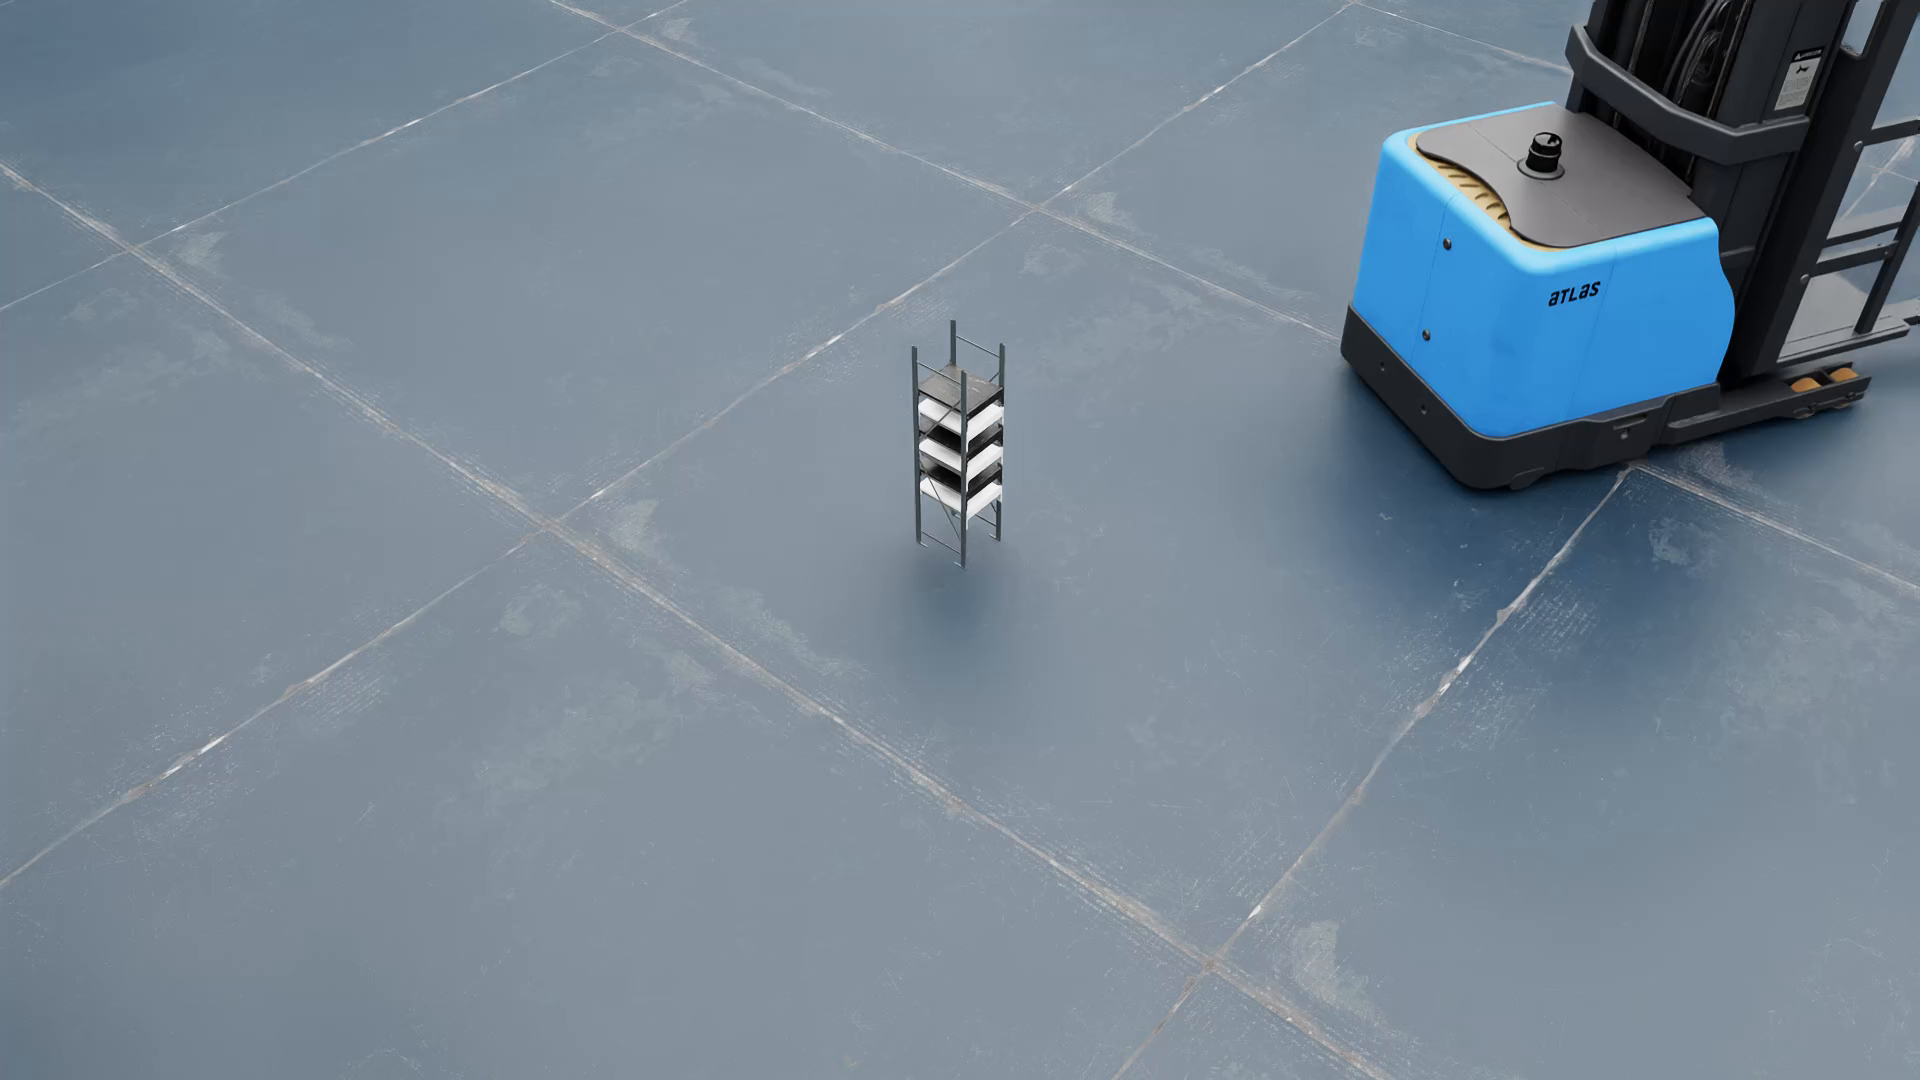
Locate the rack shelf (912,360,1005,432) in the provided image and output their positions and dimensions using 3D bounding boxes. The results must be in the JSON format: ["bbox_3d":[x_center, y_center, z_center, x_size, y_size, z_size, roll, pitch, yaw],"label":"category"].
[{"bbox_3d":[-0.005,-0.504,5.783,0.258,0.077,0.200,29,50,28],"label":"rack shelf"}]

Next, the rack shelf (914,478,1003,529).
[{"bbox_3d":[-0.005,-0.171,6.086,0.258,0.077,0.200,29,50,28],"label":"rack shelf"}]

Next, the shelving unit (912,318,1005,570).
[{"bbox_3d":[-0.005,-0.329,5.943,0.258,0.900,0.210,29,50,28],"label":"shelving unit"}]

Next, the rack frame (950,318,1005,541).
[{"bbox_3d":[0.060,-0.381,6.000,0.240,0.900,0.006,29,50,28],"label":"rack frame"}]

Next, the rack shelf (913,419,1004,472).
[{"bbox_3d":[-0.005,-0.371,5.905,0.258,0.077,0.200,29,50,28],"label":"rack shelf"}]

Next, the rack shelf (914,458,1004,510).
[{"bbox_3d":[-0.005,-0.238,6.026,0.258,0.077,0.200,29,50,28],"label":"rack shelf"}]

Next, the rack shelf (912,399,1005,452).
[{"bbox_3d":[-0.005,-0.437,5.844,0.258,0.077,0.200,29,50,28],"label":"rack shelf"}]

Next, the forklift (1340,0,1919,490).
[{"bbox_3d":[3.175,-1.897,6.157,3.031,2.935,1.130,-14,44,-15],"label":"forklift"}]

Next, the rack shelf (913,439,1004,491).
[{"bbox_3d":[-0.005,-0.304,5.965,0.258,0.077,0.200,29,50,28],"label":"rack shelf"}]

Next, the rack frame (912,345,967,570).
[{"bbox_3d":[-0.071,-0.276,5.885,0.240,0.900,0.006,29,50,28],"label":"rack frame"}]
